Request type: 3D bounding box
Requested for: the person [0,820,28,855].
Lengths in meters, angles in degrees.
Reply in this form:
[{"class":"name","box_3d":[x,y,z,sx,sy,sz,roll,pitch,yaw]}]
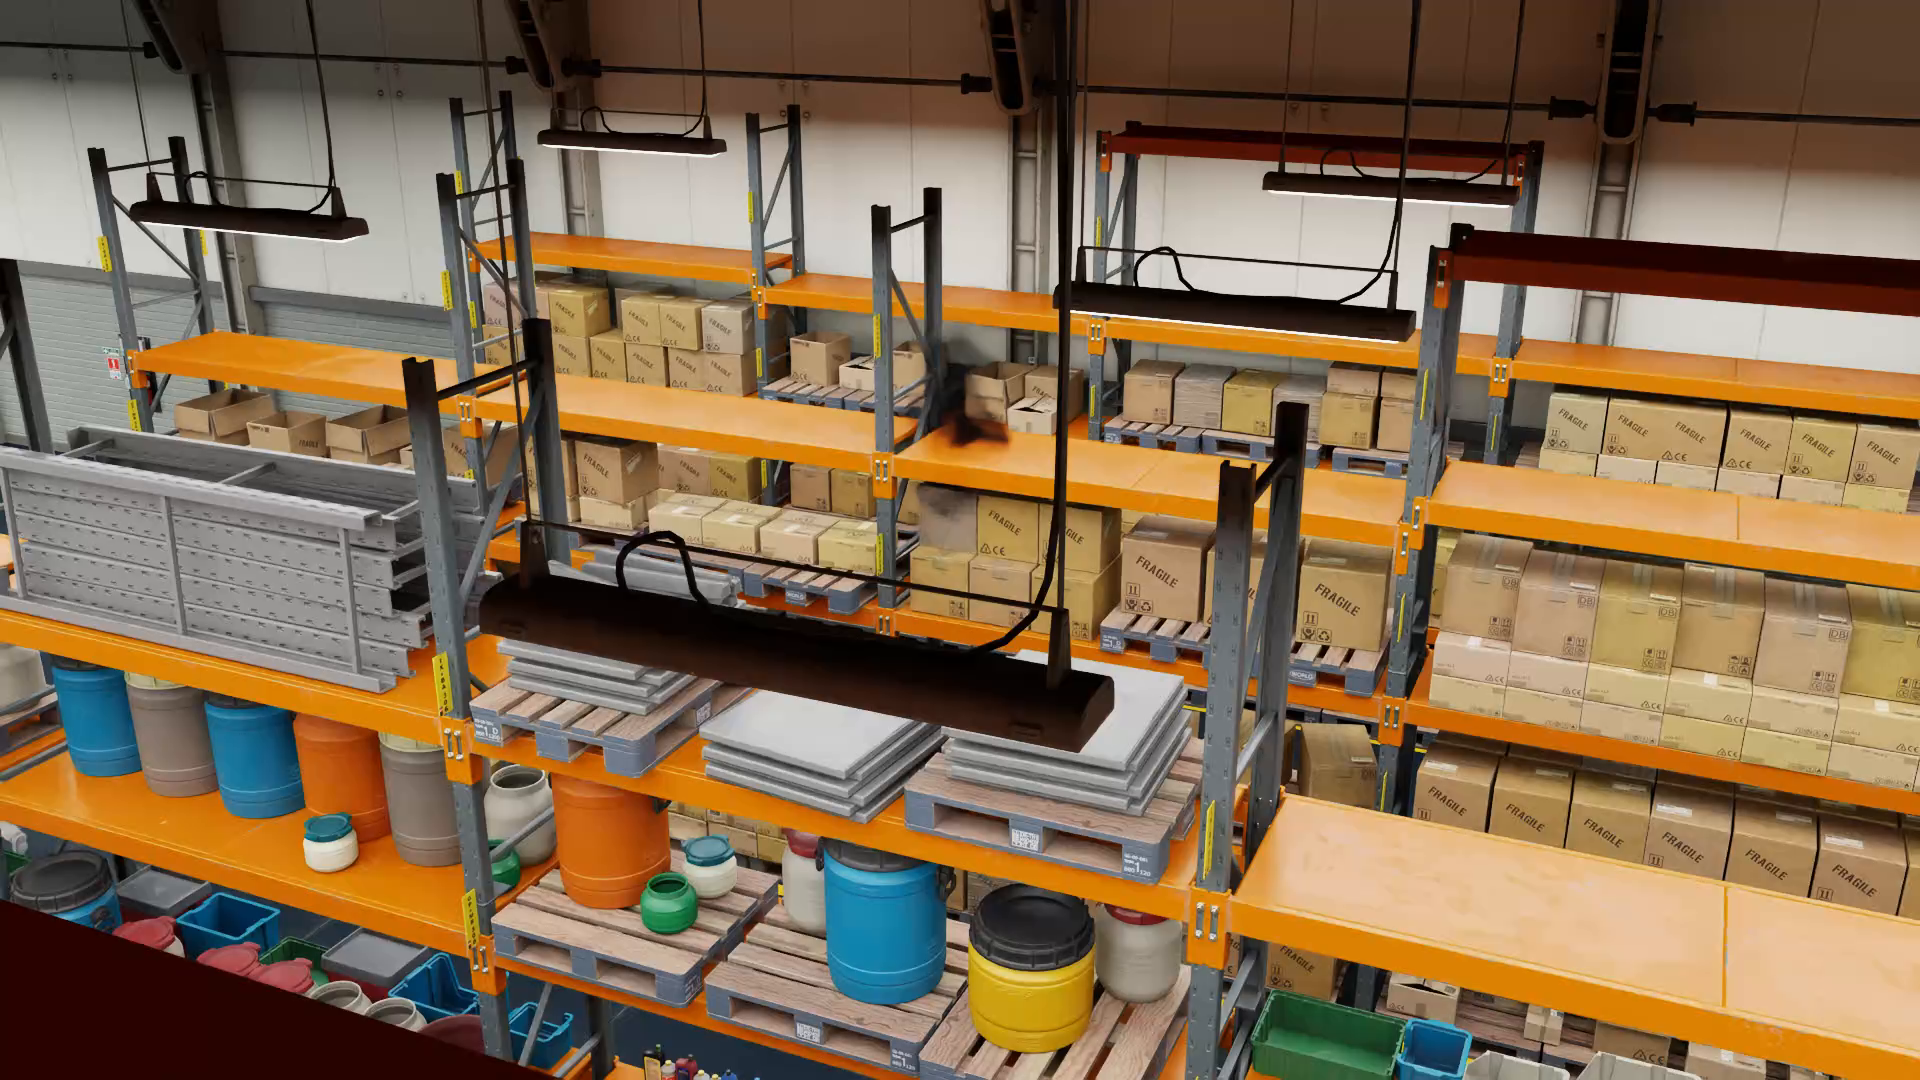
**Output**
[{"class":"person","box_3d":[-8.658,2.232,14.512,0.534,1.630,0.631,7,22,19]}]
